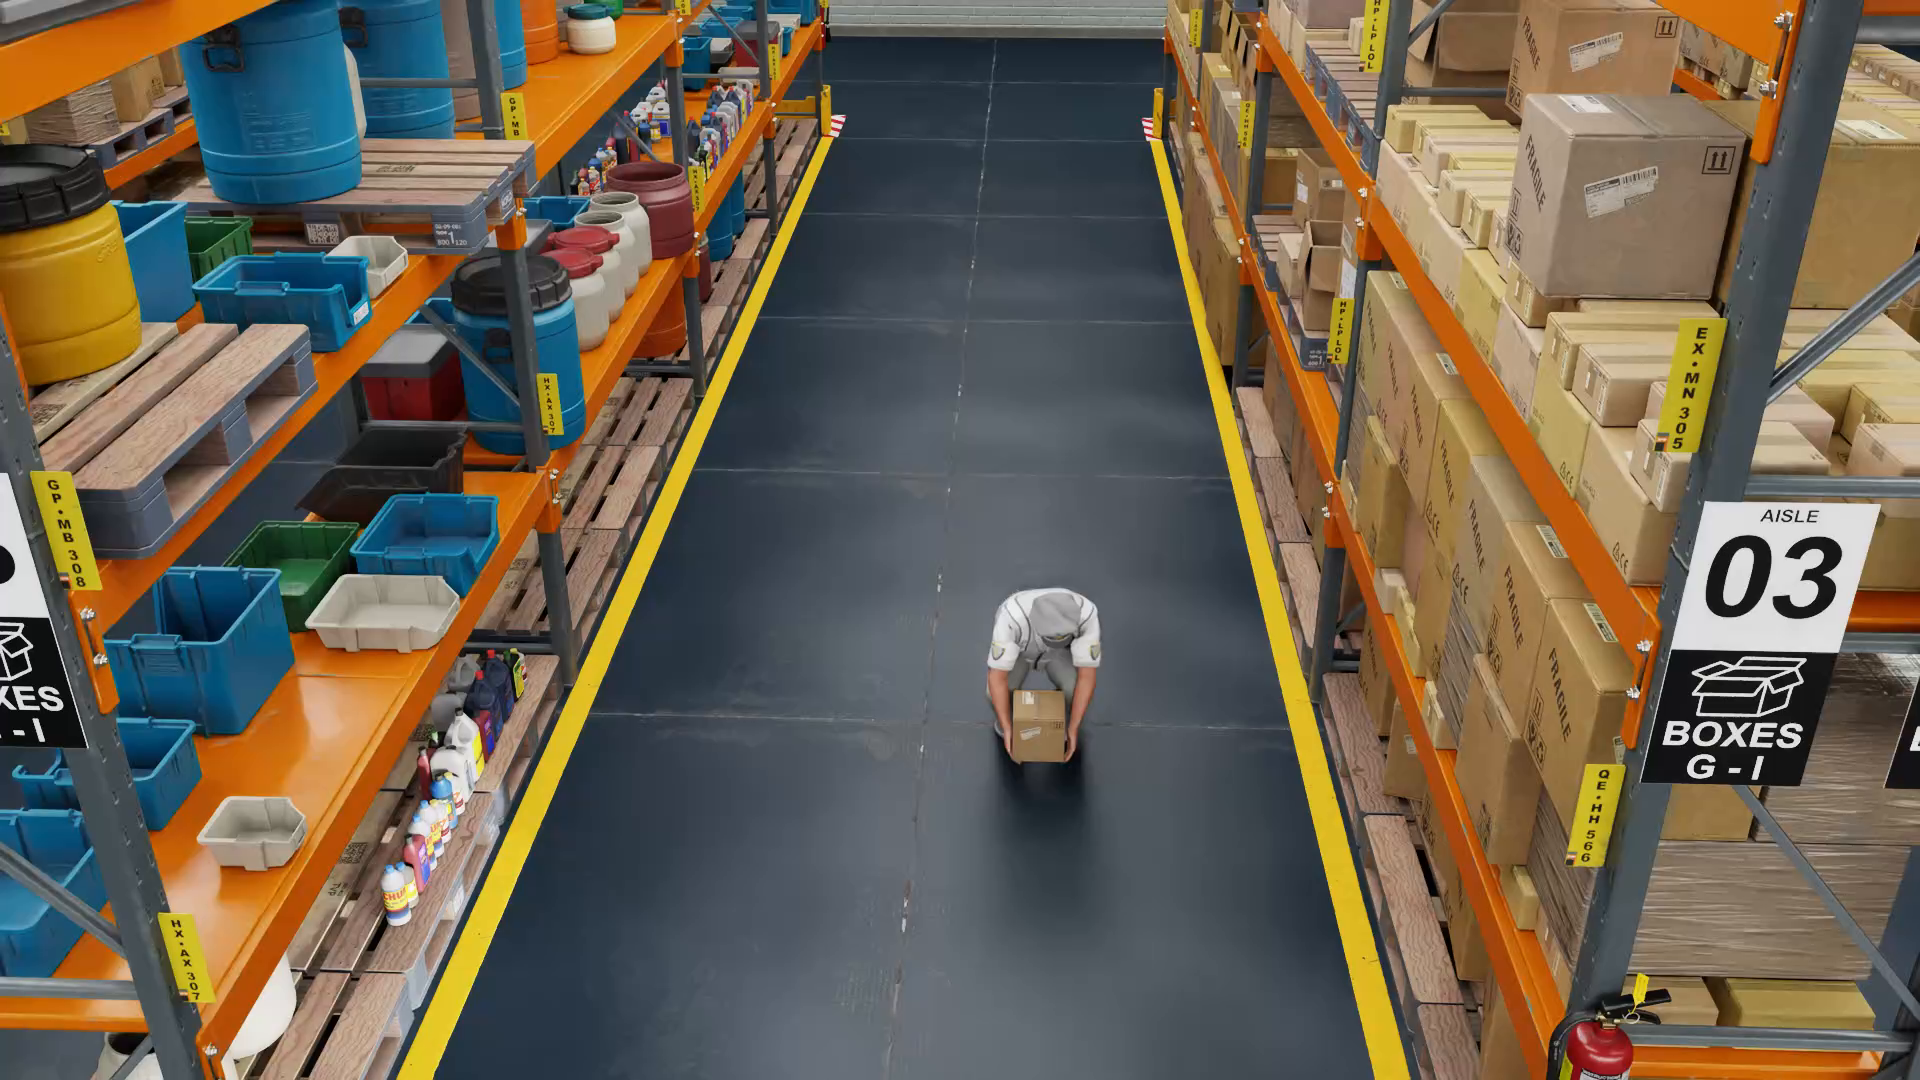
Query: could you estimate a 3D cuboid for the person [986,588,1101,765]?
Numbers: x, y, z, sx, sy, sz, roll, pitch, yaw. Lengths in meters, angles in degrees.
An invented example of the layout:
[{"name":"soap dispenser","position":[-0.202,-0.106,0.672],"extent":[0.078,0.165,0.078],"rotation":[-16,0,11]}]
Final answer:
[{"name":"person","position":[0.413,0.581,8.321],"extent":[0.564,1.007,0.911],"rotation":[1,28,2]}]
